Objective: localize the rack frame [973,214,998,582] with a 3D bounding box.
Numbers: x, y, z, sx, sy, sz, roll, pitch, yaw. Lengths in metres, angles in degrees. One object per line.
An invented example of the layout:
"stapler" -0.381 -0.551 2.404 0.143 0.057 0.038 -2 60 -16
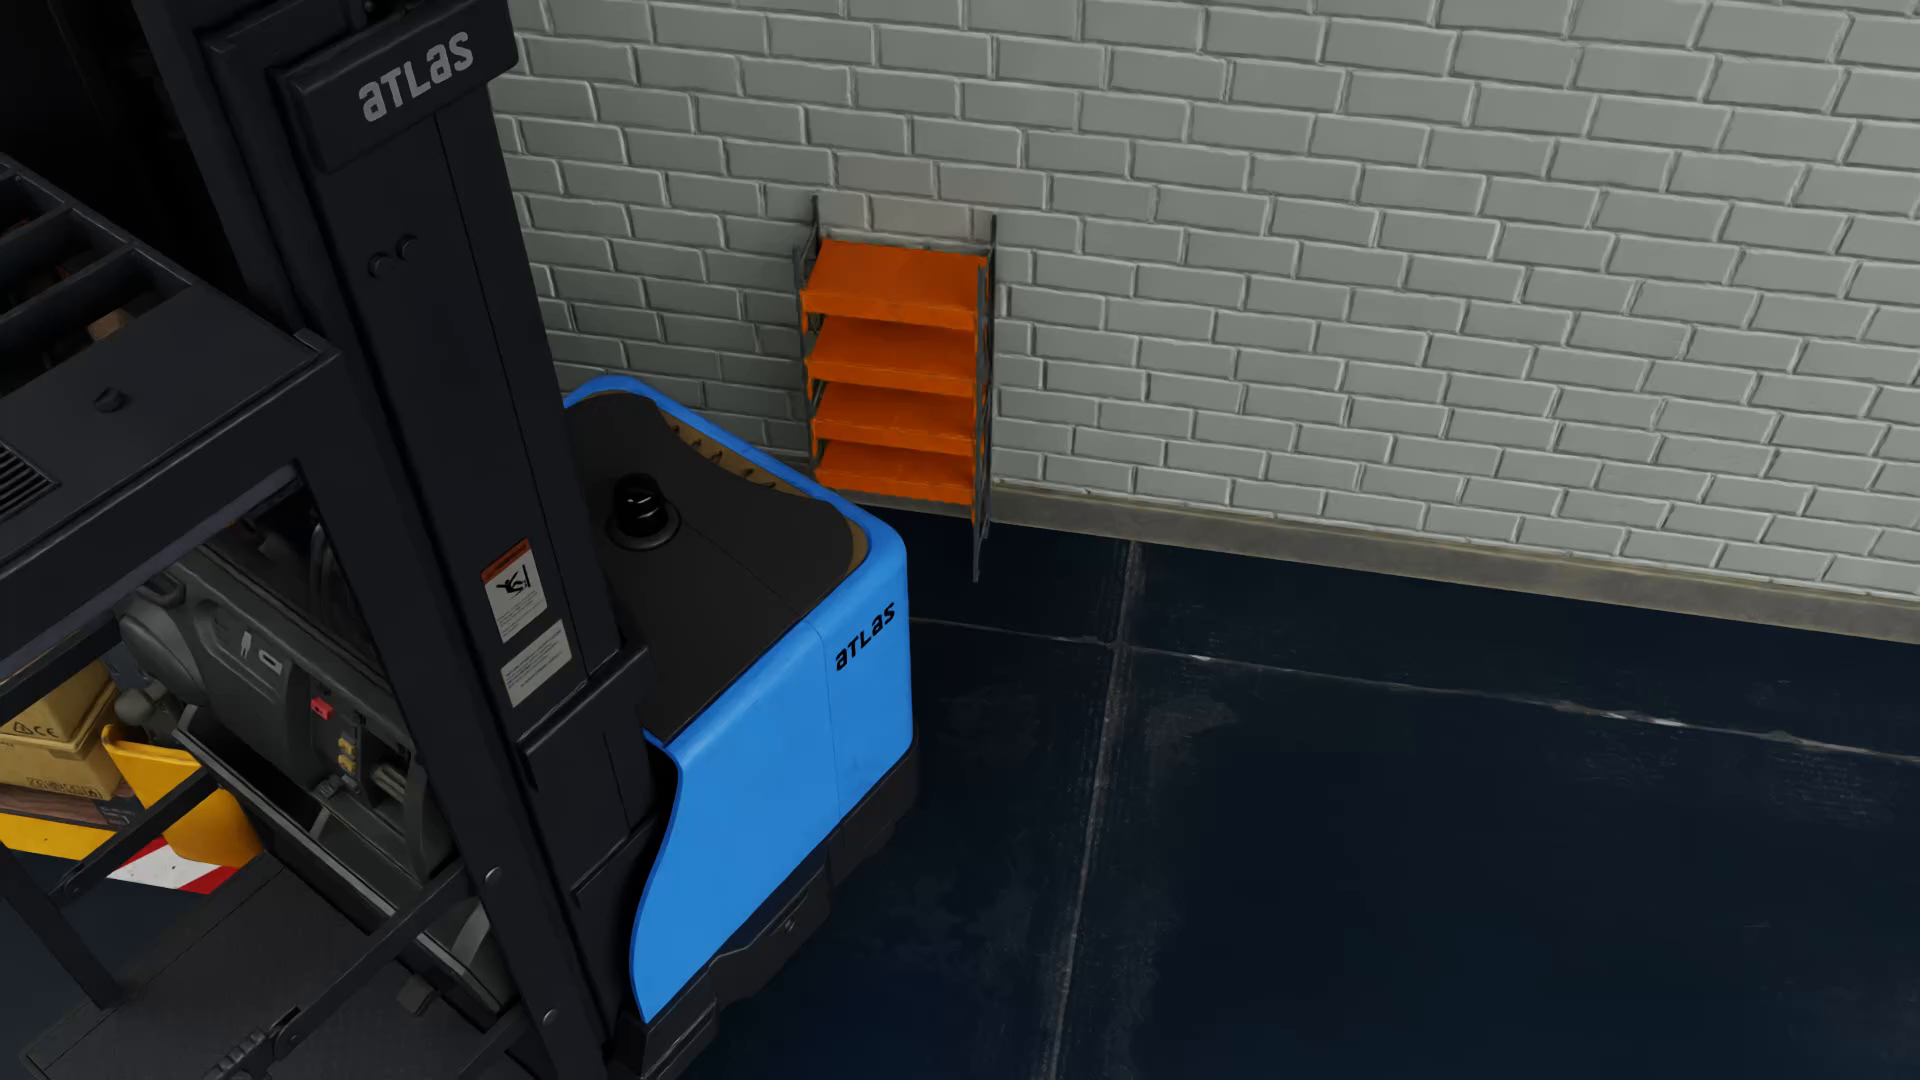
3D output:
"rack frame" 0.069 -0.368 4.769 0.015 1.200 0.240 7 47 6

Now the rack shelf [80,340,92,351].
"rack shelf" -3.870 -0.585 4.243 4.000 0.370 1.077 8 49 7

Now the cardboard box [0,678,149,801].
"cardboard box" -2.420 0.387 4.452 0.500 0.250 0.500 8 49 7

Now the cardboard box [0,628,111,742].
"cardboard box" -2.436 0.215 4.270 0.500 0.250 0.500 7 48 6

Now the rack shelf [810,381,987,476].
"rack shelf" -0.171 -0.352 4.846 0.480 0.148 0.258 7 47 6

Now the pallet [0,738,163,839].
"pallet" -2.661 0.300 4.838 1.213 0.211 1.003 8 49 7

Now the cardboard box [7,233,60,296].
"cardboard box" -2.340 -0.863 3.942 0.500 0.500 0.500 9 49 8

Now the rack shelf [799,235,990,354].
"rack shelf" -0.169 -0.668 4.511 0.480 0.148 0.258 7 47 6

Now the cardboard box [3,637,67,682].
"cardboard box" -2.410 0.051 4.082 0.500 0.250 0.500 9 49 8

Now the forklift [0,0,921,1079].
"forklift" -1.403 0.380 2.938 1.130 2.935 3.031 30 55 24

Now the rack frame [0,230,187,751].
"rack frame" -1.901 -0.561 3.738 0.127 3.000 1.000 8 49 7

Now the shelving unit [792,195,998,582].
"shelving unit" -0.171 -0.398 4.797 0.503 1.200 0.258 7 47 6

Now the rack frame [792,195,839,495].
"rack frame" -0.411 -0.429 4.824 0.015 1.200 0.240 7 47 6

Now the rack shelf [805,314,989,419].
"rack shelf" -0.170 -0.506 4.683 0.480 0.148 0.258 7 47 6

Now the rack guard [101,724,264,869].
"rack guard" -1.878 0.278 4.664 0.348 0.500 1.175 8 49 7

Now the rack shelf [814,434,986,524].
"rack shelf" -0.172 -0.216 4.990 0.480 0.148 0.258 7 47 6
